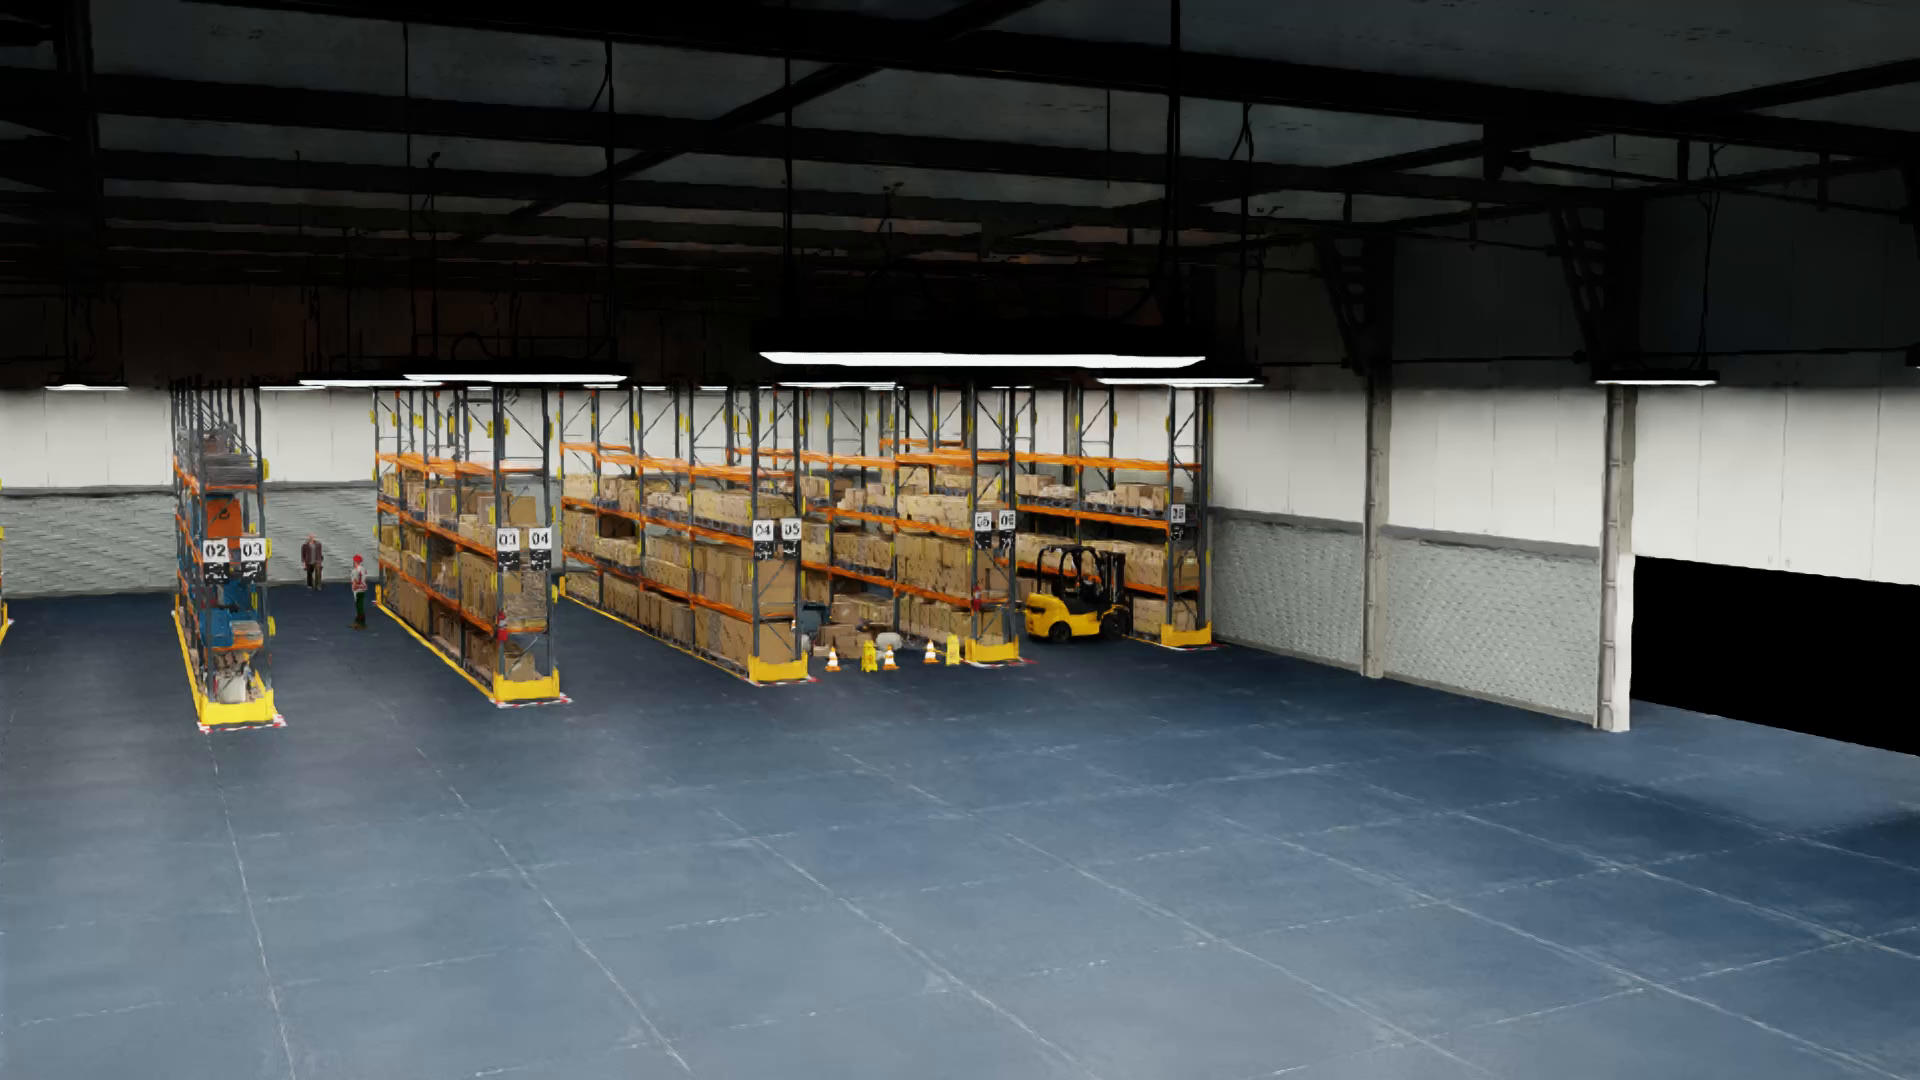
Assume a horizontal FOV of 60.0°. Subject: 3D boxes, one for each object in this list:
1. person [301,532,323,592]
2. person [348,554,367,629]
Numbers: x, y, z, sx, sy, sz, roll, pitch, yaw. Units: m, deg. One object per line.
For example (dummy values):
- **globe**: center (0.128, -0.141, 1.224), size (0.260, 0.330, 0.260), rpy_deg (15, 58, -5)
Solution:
- **person**: center (-18.590, 0.614, 47.730), size (0.598, 1.698, 1.193), rpy_deg (-2, 6, -24)
- **person**: center (-14.596, 1.240, 40.217), size (0.494, 1.786, 0.606), rpy_deg (0, 5, 1)
